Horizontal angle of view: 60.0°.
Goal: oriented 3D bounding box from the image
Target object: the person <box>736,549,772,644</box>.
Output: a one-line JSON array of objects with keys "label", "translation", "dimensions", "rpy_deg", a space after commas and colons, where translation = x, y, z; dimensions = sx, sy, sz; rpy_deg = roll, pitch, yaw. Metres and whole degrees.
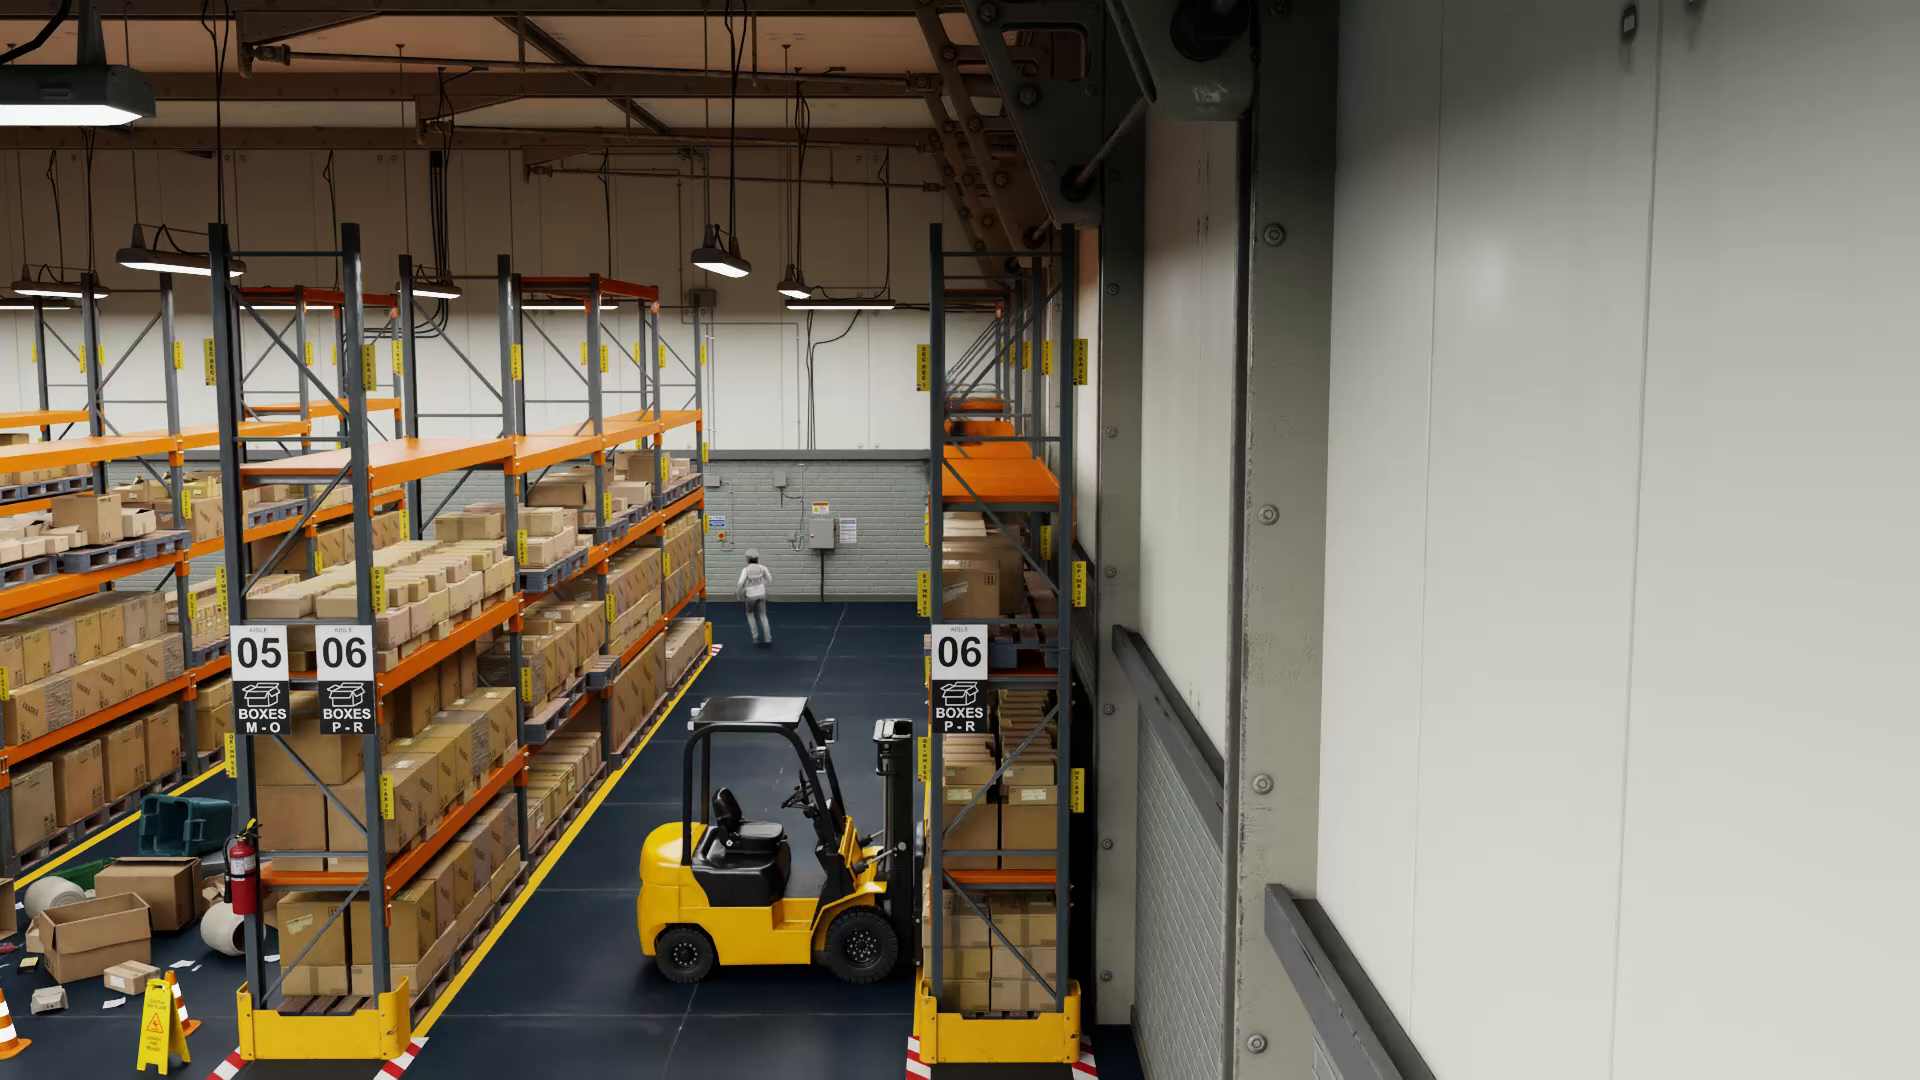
[{"label": "person", "translation": [-3.567, 1.006, 28.718], "dimensions": [0.673, 1.716, 0.645], "rpy_deg": [-3, 7, -23]}]
